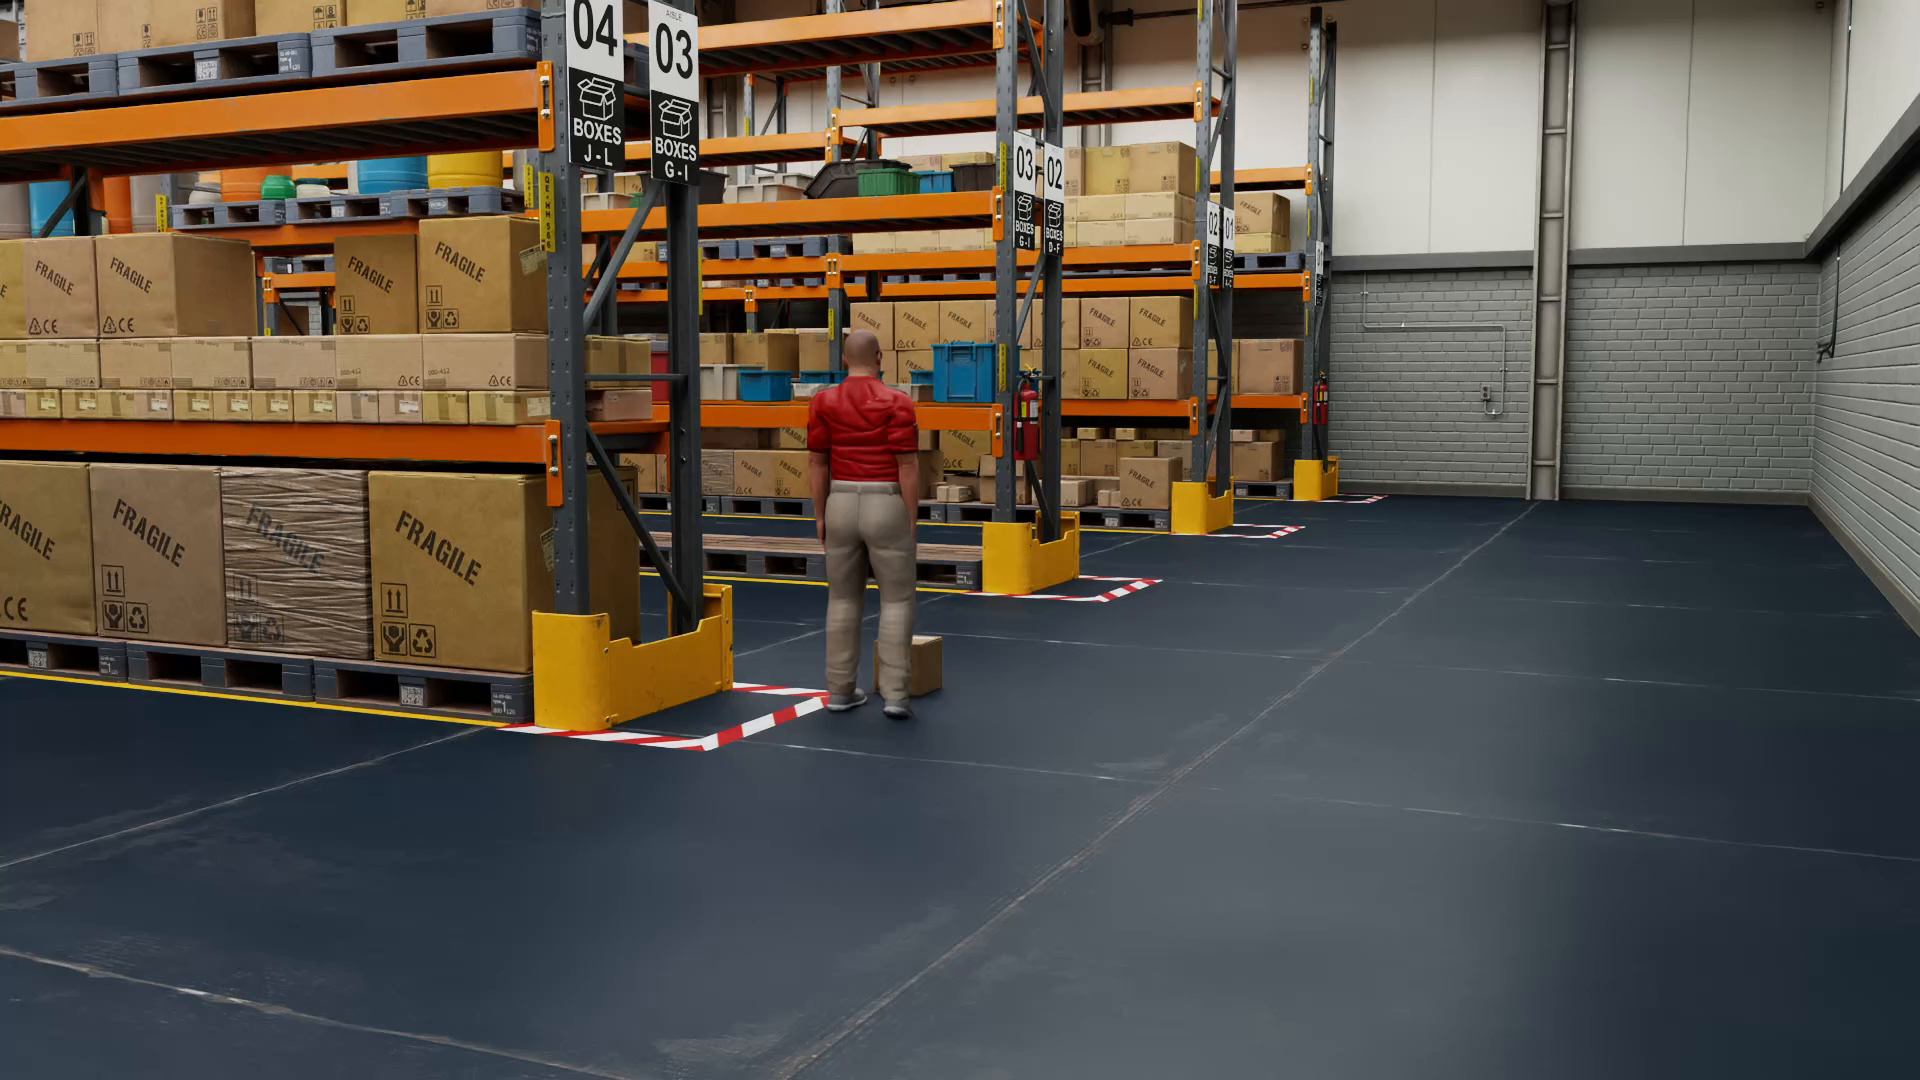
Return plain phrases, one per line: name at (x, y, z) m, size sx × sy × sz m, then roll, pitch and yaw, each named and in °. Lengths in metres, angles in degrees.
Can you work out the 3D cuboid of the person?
person at (-0.418, -0.062, 7.509) m, size 0.527 × 1.764 × 0.370 m, roll 2°, pitch 6°, yaw 18°
